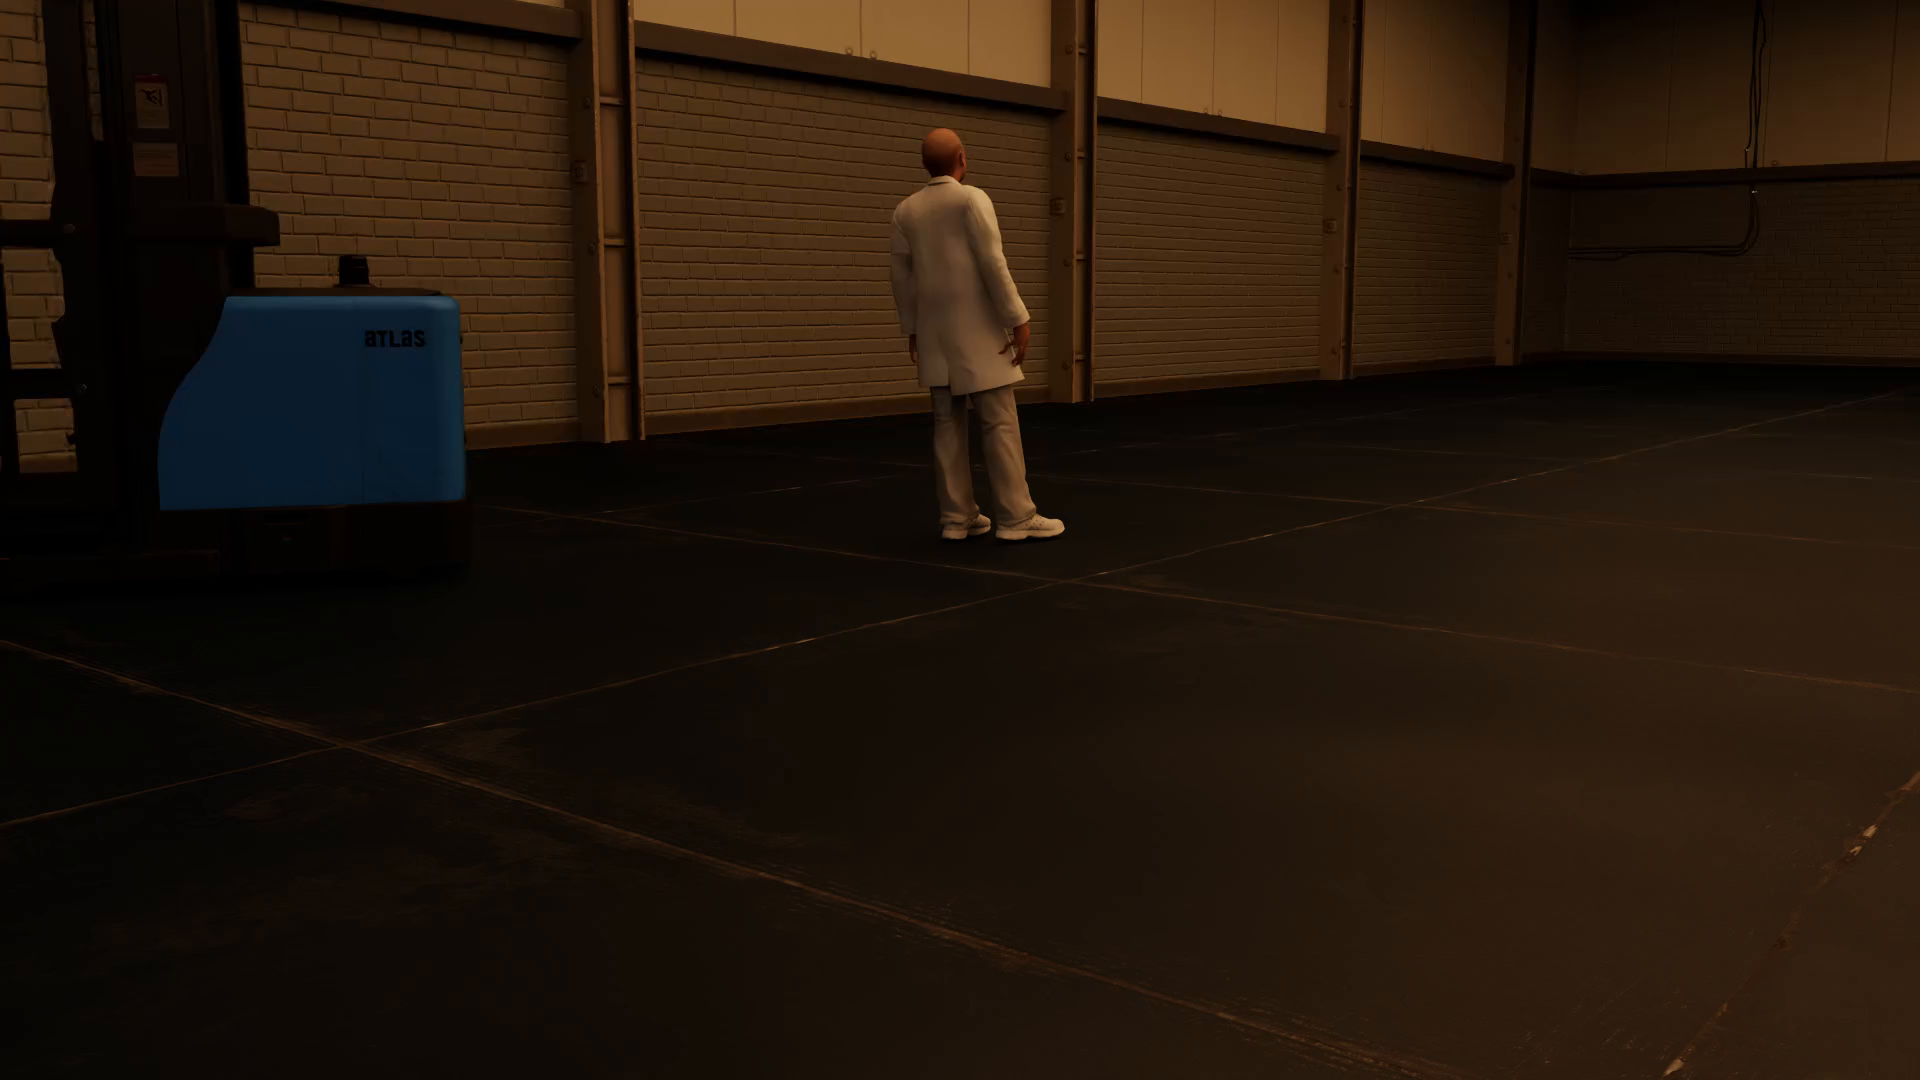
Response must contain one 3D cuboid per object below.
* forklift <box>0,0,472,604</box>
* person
[{"bbox_3d":[-3.451,-1.301,6.174,3.031,2.935,1.130,-2,9,-16],"label":"forklift"},{"bbox_3d":[0.061,-0.897,7.343,0.696,1.778,0.578,7,11,38],"label":"person"}]
